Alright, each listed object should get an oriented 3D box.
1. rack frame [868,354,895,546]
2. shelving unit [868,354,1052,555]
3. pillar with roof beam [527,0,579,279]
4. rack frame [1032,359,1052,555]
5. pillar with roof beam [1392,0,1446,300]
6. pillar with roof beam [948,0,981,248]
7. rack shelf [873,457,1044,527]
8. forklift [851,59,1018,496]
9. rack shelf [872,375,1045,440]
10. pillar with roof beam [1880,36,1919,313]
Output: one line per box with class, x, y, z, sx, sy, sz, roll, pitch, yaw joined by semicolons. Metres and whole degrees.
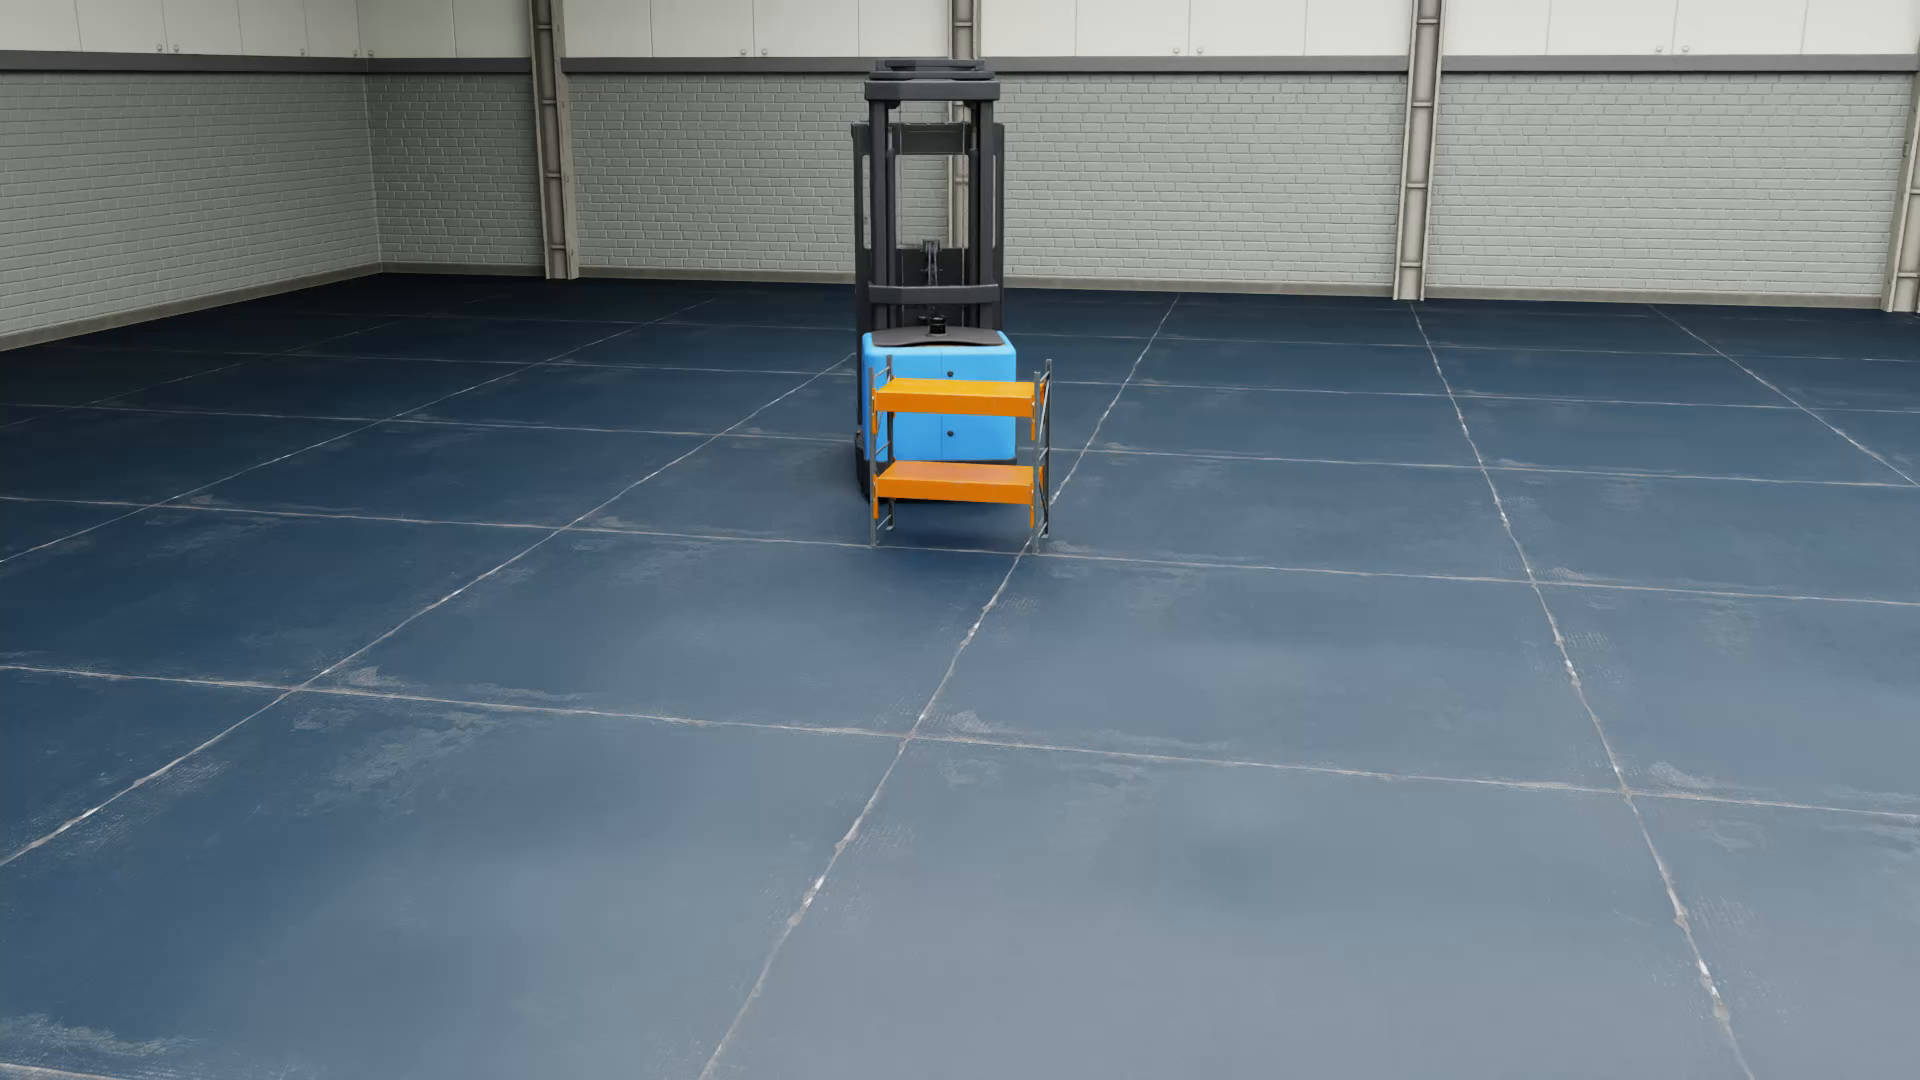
rack frame;-0.492;-0.569;10.438;0.032;1.125;0.500;3;16;11
shelving unit;0.007;-0.542;10.341;1.048;1.125;0.538;3;16;11
pillar with roof beam;-6.677;-7.052;19.093;0.400;9.000;9.100;3;16;11
rack frame;0.505;-0.515;10.243;0.032;1.125;0.500;3;16;11
pillar with roof beam;5.083;-6.413;16.788;0.400;9.000;9.100;3;16;11
pillar with roof beam;-0.797;-6.733;17.940;0.400;9.000;9.100;3;16;11
rack shelf;0.007;-0.306;10.406;1.000;0.278;0.538;3;16;11
forklift;-0.244;-2.051;12.407;1.130;2.935;3.031;-1;16;-5
rack shelf;0.007;-0.824;10.262;1.000;0.278;0.538;3;16;11
pillar with roof beam;10.962;-6.094;15.636;0.400;9.000;9.100;3;16;11
